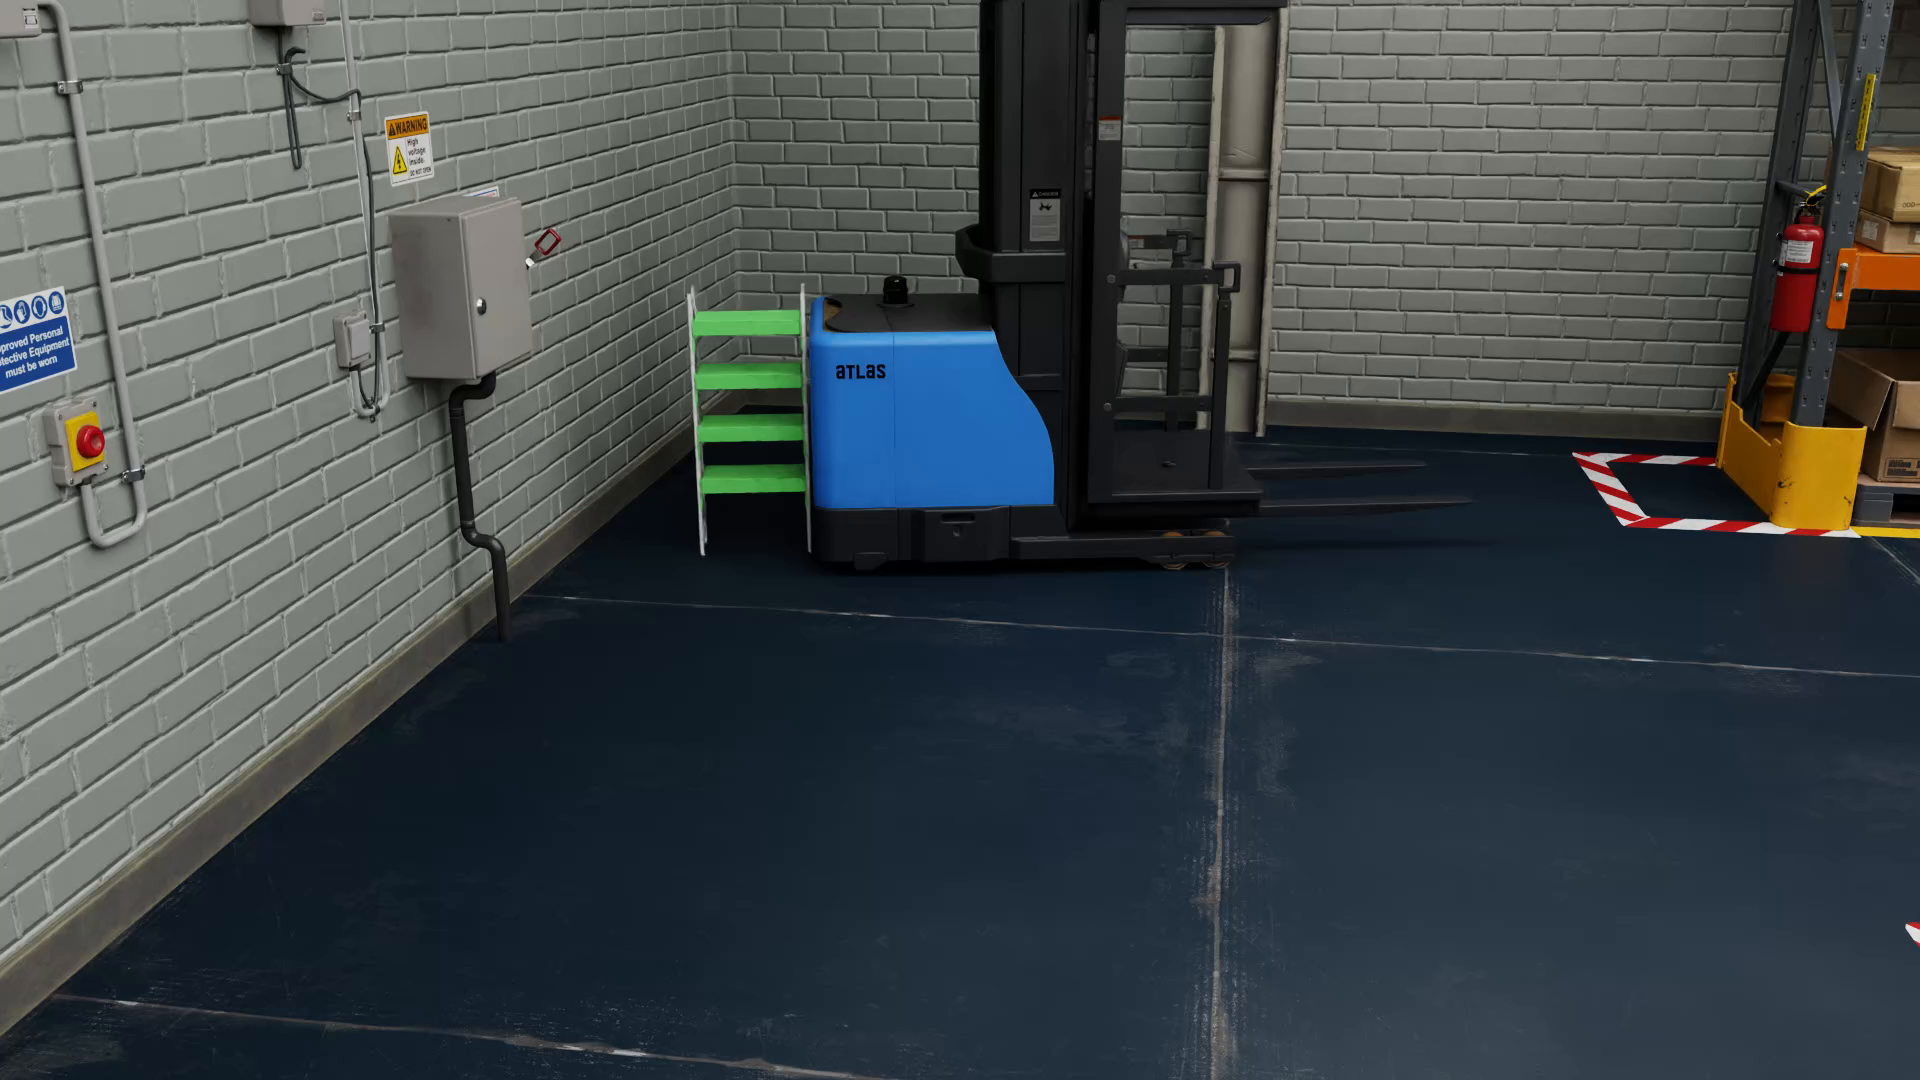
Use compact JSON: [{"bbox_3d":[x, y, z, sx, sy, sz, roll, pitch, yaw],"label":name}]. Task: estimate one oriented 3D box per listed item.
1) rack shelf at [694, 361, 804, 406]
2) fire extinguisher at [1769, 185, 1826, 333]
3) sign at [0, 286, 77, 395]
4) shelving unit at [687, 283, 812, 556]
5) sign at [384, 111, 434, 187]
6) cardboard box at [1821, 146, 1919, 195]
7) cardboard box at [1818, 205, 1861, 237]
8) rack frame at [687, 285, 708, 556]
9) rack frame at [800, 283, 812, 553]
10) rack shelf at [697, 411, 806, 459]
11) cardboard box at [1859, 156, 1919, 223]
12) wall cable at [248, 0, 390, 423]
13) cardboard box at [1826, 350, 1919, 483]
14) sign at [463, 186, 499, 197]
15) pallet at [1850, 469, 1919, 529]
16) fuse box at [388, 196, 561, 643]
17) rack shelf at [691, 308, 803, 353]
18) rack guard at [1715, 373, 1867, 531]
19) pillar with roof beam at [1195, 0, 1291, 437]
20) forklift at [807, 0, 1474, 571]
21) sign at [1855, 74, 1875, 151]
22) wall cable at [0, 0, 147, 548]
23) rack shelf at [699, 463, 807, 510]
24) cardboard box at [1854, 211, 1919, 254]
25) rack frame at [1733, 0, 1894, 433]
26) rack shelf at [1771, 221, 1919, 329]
[{"bbox_3d":[-0.940,-0.707,7.469,0.480,0.148,0.258,-1,19,-4],"label":"rack shelf"},{"bbox_3d":[3.886,-1.307,7.693,0.183,0.674,0.296,3,19,9],"label":"fire extinguisher"},{"bbox_3d":[-2.318,-0.496,4.131,0.001,0.218,0.327,3,19,9],"label":"sign"},{"bbox_3d":[-0.940,-0.540,7.525,0.503,1.200,0.258,-1,19,-4],"label":"shelving unit"},{"bbox_3d":[-1.986,-1.415,6.004,0.001,0.242,0.339,3,19,9],"label":"sign"},{"bbox_3d":[4.601,-1.788,8.188,0.500,0.250,0.500,3,19,10],"label":"cardboard box"},{"bbox_3d":[4.475,-1.607,8.273,0.250,0.149,0.380,3,19,8],"label":"cardboard box"},{"bbox_3d":[-1.184,-0.534,7.508,0.015,1.200,0.240,-1,19,-4],"label":"rack frame"},{"bbox_3d":[-0.697,-0.546,7.543,0.015,1.200,0.240,-1,19,-4],"label":"rack frame"},{"bbox_3d":[-0.940,-0.479,7.546,0.480,0.148,0.258,-1,19,-4],"label":"rack shelf"},{"bbox_3d":[4.510,-1.621,7.688,0.500,0.250,0.500,3,19,9],"label":"cardboard box"},{"bbox_3d":[-2.036,-1.306,5.379,0.122,1.984,0.588,3,19,9],"label":"wall cable"},{"bbox_3d":[4.694,-0.613,8.181,0.637,0.503,0.797,2,19,6],"label":"cardboard box"},{"bbox_3d":[-1.899,-1.150,6.664,0.001,0.494,0.329,3,19,9],"label":"sign"},{"bbox_3d":[4.967,-0.292,8.344,1.213,0.211,1.003,3,19,9],"label":"pallet"},{"bbox_3d":[-1.772,-0.419,6.360,0.414,1.711,0.539,3,19,9],"label":"fuse box"},{"bbox_3d":[-0.940,-0.934,7.393,0.480,0.148,0.258,-1,19,-4],"label":"rack shelf"},{"bbox_3d":[4.180,-0.469,8.417,0.348,0.500,1.175,3,19,9],"label":"rack guard"},{"bbox_3d":[0.903,-3.573,4.299,0.400,9.000,9.100,3,19,9],"label":"pillar with roof beam"},{"bbox_3d":[0.824,-1.423,7.436,3.031,2.935,1.130,-1,19,-4],"label":"forklift"},{"bbox_3d":[4.019,-1.899,7.387,0.005,0.325,0.100,3,19,9],"label":"sign"},{"bbox_3d":[-2.250,-0.876,4.044,0.123,1.953,0.585,3,19,9],"label":"wall cable"},{"bbox_3d":[-0.940,-0.252,7.622,0.480,0.148,0.258,-1,19,-4],"label":"rack shelf"},{"bbox_3d":[4.386,-1.437,7.766,0.250,0.149,0.380,3,19,8],"label":"cardboard box"},{"bbox_3d":[4.105,-1.658,8.032,0.127,3.000,1.000,3,19,9],"label":"rack frame"},{"bbox_3d":[6.080,-1.217,7.845,4.000,0.370,1.077,3,19,9],"label":"rack shelf"}]
